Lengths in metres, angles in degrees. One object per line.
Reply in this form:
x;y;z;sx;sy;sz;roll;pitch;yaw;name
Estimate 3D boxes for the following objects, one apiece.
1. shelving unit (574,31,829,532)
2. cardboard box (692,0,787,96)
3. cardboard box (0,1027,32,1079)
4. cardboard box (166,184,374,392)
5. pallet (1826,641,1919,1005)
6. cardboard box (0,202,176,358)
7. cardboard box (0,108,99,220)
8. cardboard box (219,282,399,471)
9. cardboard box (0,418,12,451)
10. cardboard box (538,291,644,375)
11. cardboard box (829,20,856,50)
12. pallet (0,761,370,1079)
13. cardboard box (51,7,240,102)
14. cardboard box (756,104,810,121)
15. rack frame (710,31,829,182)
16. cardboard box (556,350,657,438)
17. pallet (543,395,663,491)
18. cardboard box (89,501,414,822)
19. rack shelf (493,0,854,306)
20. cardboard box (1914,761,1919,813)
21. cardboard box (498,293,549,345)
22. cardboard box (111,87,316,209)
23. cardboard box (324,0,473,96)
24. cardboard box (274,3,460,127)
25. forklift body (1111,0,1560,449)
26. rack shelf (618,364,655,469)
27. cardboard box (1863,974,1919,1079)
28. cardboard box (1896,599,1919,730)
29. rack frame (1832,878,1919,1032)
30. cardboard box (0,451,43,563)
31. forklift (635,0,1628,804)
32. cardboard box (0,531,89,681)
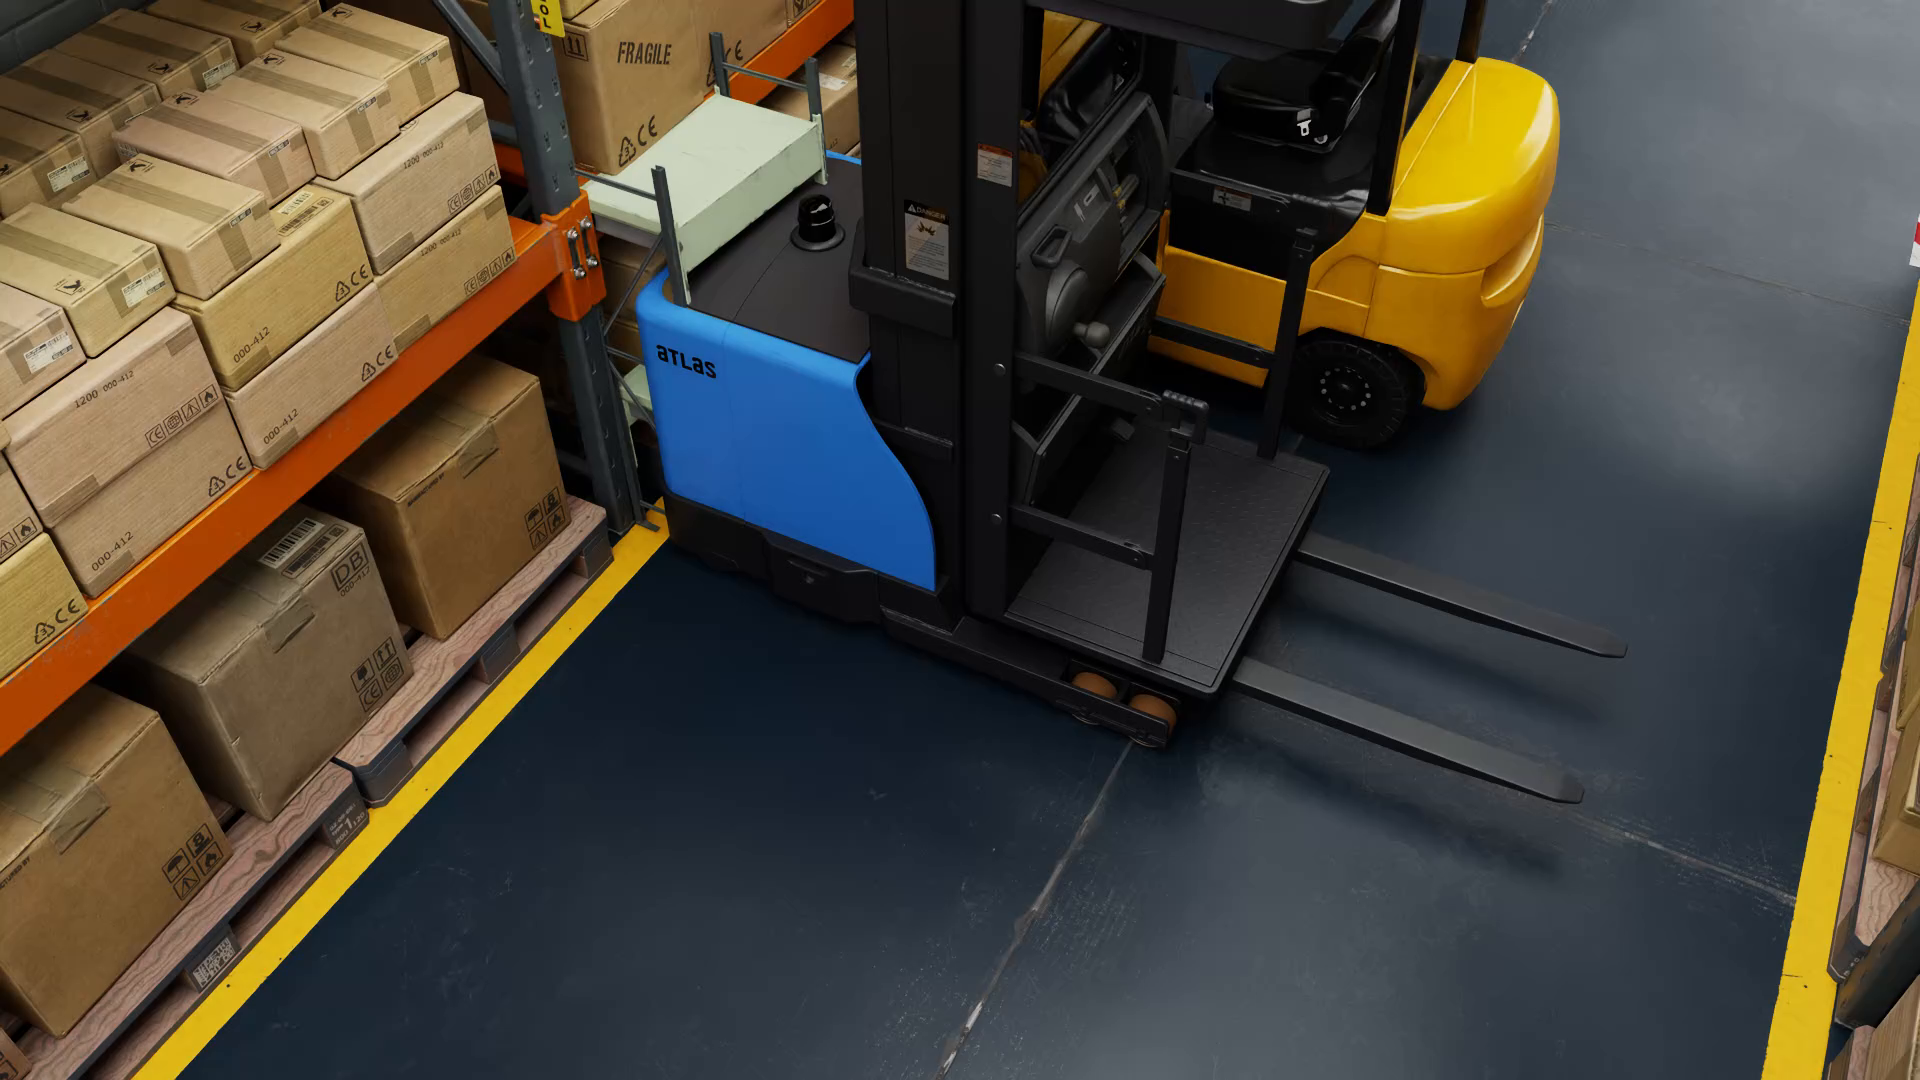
-0.781;-0.762;5.428;0.431;1.500;0.755;22;48;24;shelving unit
-0.919;-1.828;5.377;0.500;0.500;0.500;21;49;20;cardboard box
-2.842;1.139;3.890;0.875;0.625;0.625;22;49;20;cardboard box
-1.817;-0.668;4.056;0.500;0.250;0.500;19;48;18;cardboard box
3.095;0.916;4.696;1.003;0.211;1.213;20;49;19;pallet
-1.991;-0.581;3.689;0.380;0.149;0.250;19;48;18;cardboard box
-2.325;-0.902;4.006;0.380;0.149;0.250;20;49;19;cardboard box
-1.814;-0.491;4.231;0.500;0.250;0.500;20;49;19;cardboard box
-2.167;-0.233;3.345;0.380;0.149;0.250;19;48;18;cardboard box
-1.086;-0.825;5.743;0.500;0.250;0.500;20;49;19;cardboard box
-0.363;-1.963;6.517;0.500;0.250;0.500;20;49;18;cardboard box
-2.456;0.963;4.650;1.003;0.211;1.213;20;49;19;pallet
-2.108;-1.227;4.327;0.380;0.149;0.250;19;48;18;cardboard box
-0.835;-1.318;5.879;0.500;0.250;0.500;21;49;19;cardboard box
-0.588;-0.977;5.653;0.400;1.500;0.023;22;48;24;rack frame
-1.066;-0.642;5.914;0.500;0.250;0.500;21;49;19;cardboard box
-1.177;-0.773;6.365;1.003;0.211;1.213;20;49;19;pallet
-2.183;0.240;4.778;0.875;0.625;0.625;20;49;19;cardboard box
-0.655;-2.273;6.393;1.077;0.370;4.000;20;49;19;rack shelf
2.852;0.465;4.292;0.500;0.500;0.500;20;49;19;cardboard box
-1.539;-0.997;5.913;0.500;0.250;0.500;19;48;18;cardboard box
-1.809;-0.935;4.039;0.380;0.149;0.250;20;49;19;cardboard box
-1.614;-1.673;5.224;0.500;0.500;0.500;20;49;19;cardboard box
-1.545;-1.240;4.341;0.380;0.149;0.250;22;49;20;cardboard box
1.009;-1.690;5.908;2.313;2.155;1.214;20;49;19;forklift body
-0.771;-0.522;5.649;0.431;0.370;0.720;22;48;24;rack shelf
2.573;1.478;3.732;0.950;0.372;0.625;21;49;20;cardboard box
3.089;0.390;4.894;0.500;0.250;0.500;19;48;18;cardboard box
2.815;0.371;3.275;1.000;3.000;0.127;20;49;19;rack frame
-2.311;-0.037;3.431;0.500;0.250;0.500;21;49;20;cardboard box
0.556;-0.829;4.508;3.031;2.935;1.130;20;49;19;forklift
-2.305;0.140;3.608;0.500;0.250;0.500;22;49;20;cardboard box
